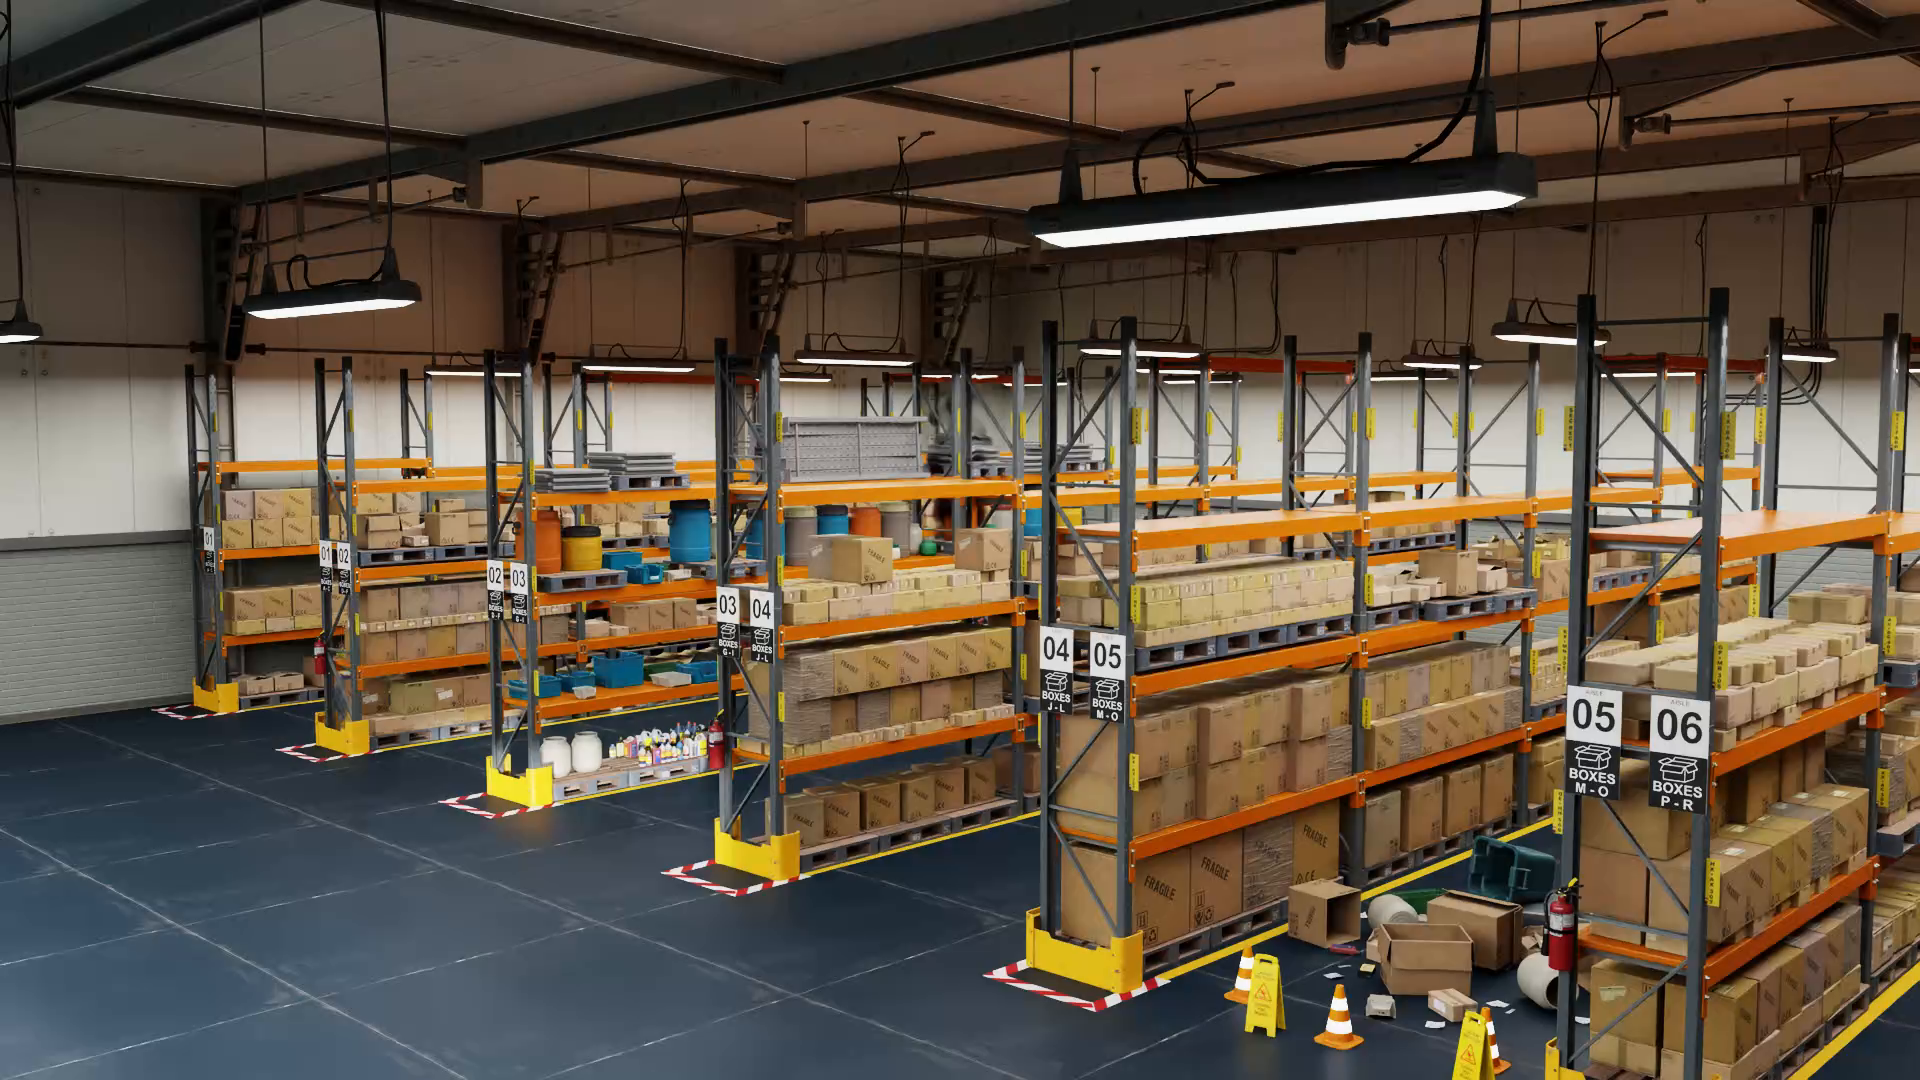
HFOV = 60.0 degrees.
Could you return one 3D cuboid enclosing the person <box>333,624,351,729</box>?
[{"bbox_3d":[-9.951,2.218,27.066,0.681,1.800,0.732,3,6,38],"label":"person"}]
